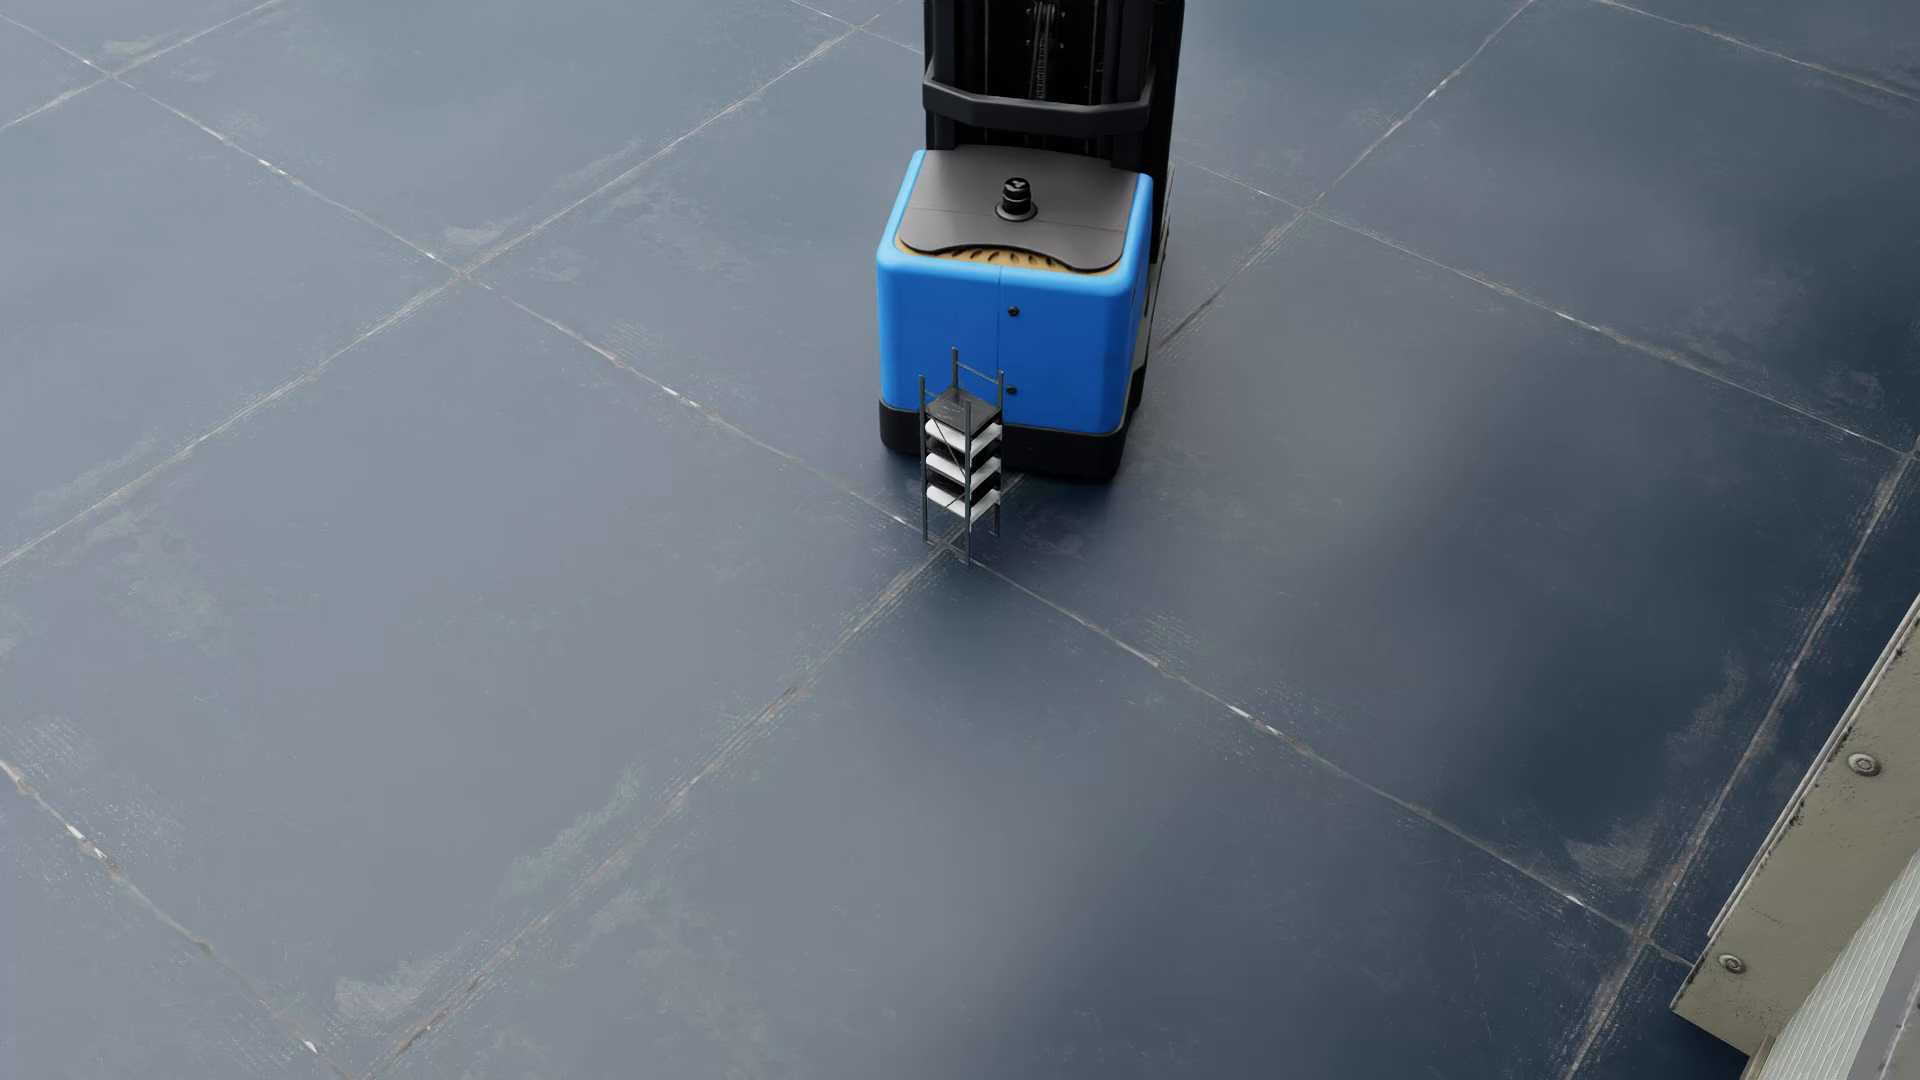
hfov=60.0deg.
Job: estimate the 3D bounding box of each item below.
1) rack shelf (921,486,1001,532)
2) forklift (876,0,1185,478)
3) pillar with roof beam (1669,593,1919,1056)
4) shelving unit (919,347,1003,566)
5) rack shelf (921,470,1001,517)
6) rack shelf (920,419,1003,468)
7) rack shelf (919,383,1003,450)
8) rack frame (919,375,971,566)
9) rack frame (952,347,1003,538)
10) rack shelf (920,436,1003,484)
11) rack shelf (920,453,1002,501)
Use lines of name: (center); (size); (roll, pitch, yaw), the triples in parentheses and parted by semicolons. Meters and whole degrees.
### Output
rack shelf: (0.005, -0.168, 6.748); (0.258, 0.077, 0.200); (29, 53, 25)
forklift: (0.436, -2.360, 7.142); (1.130, 2.935, 3.031); (8, 47, 7)
pillar with roof beam: (-0.841, -3.522, 4.055); (9.100, 9.000, 0.400); (29, 53, 25)
shelving unit: (0.005, -0.315, 6.594); (0.258, 0.900, 0.210); (29, 53, 25)
rack shelf: (0.005, -0.230, 6.683); (0.258, 0.077, 0.200); (29, 53, 25)
rack shelf: (0.005, -0.417, 6.488); (0.258, 0.077, 0.200); (29, 53, 25)
rack shelf: (0.005, -0.479, 6.423); (0.258, 0.077, 0.200); (29, 53, 25)
rack frame: (-0.057, -0.257, 6.538); (0.240, 0.900, 0.006); (29, 53, 25)
rack frame: (0.067, -0.374, 6.649); (0.240, 0.900, 0.006); (29, 53, 25)
rack shelf: (0.005, -0.355, 6.553); (0.258, 0.077, 0.200); (29, 53, 25)
rack shelf: (0.005, -0.292, 6.618); (0.258, 0.077, 0.200); (29, 53, 25)
